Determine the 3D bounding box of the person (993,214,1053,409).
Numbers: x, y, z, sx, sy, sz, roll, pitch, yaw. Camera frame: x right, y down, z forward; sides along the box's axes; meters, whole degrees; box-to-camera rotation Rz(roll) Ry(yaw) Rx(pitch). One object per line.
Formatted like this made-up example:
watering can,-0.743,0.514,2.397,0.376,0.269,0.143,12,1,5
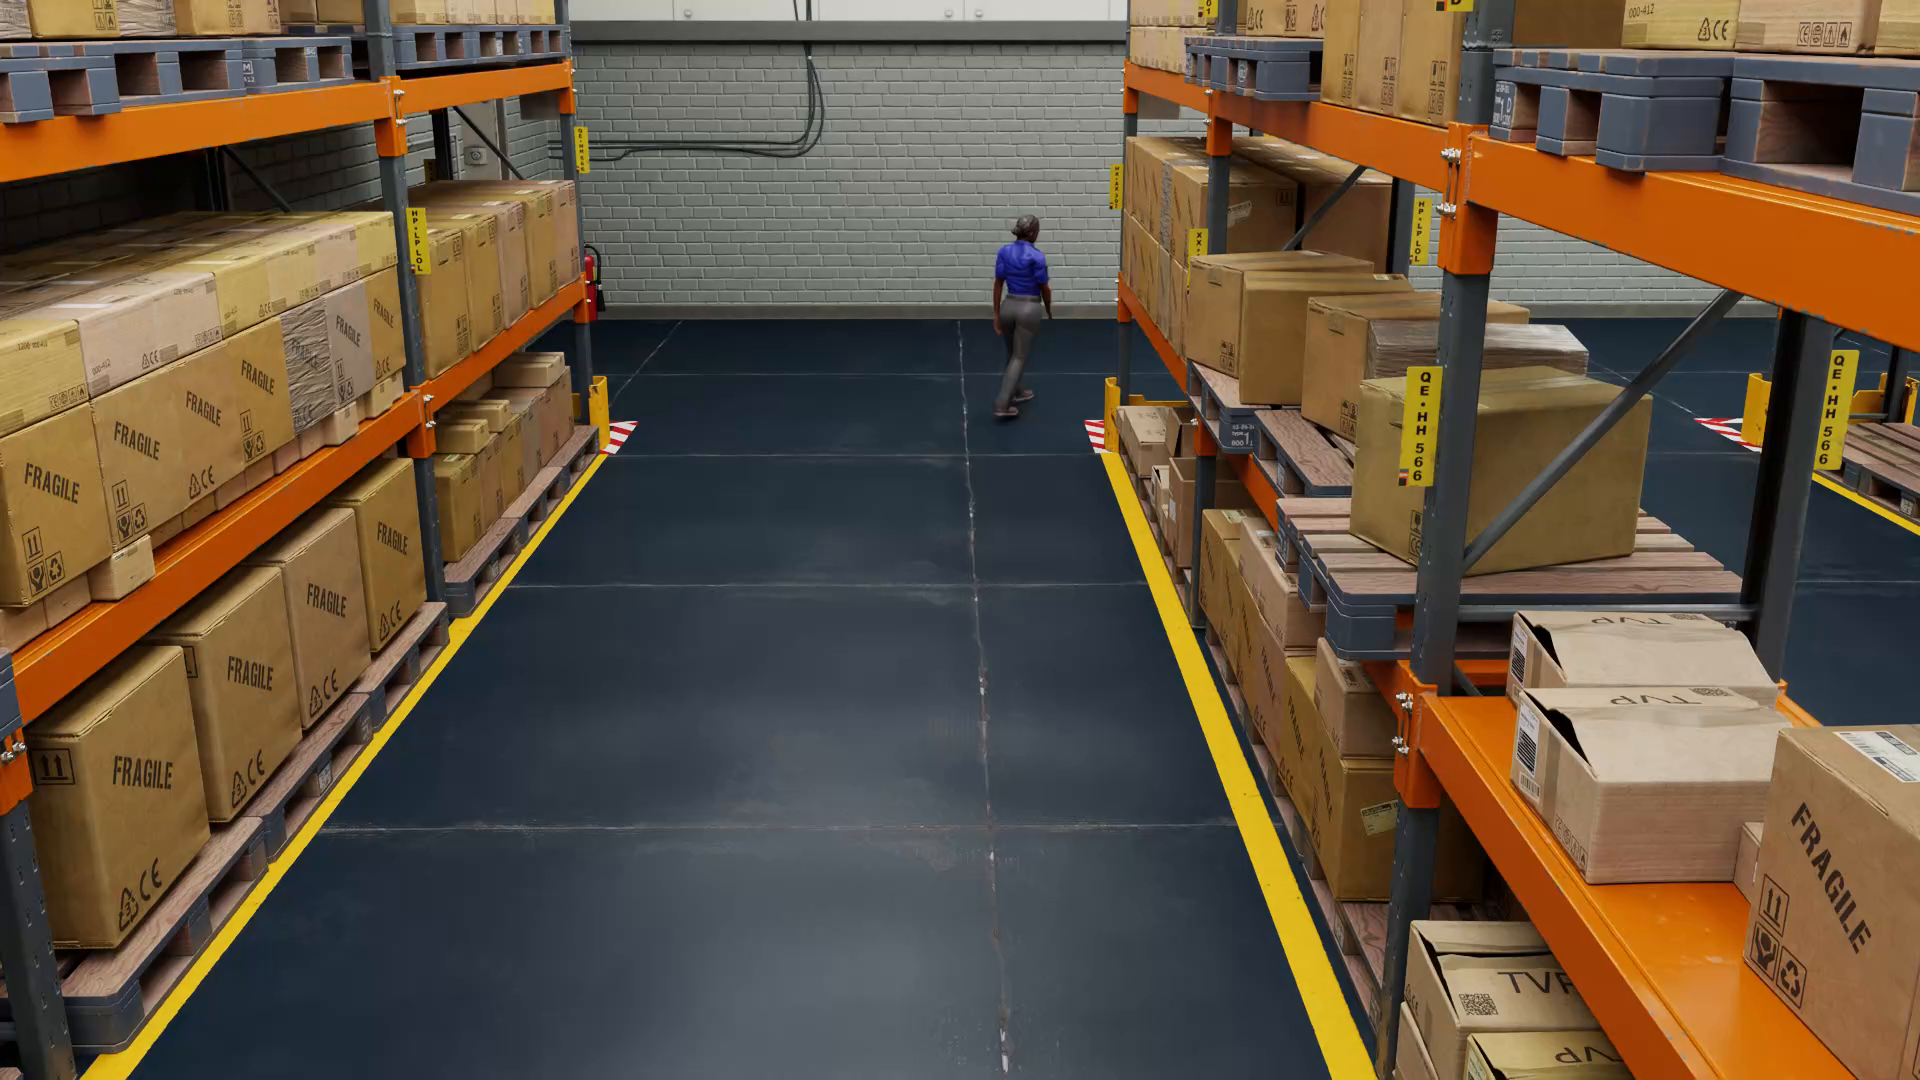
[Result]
person,0.481,-1.853,13.408,0.494,1.540,0.720,12,21,33
